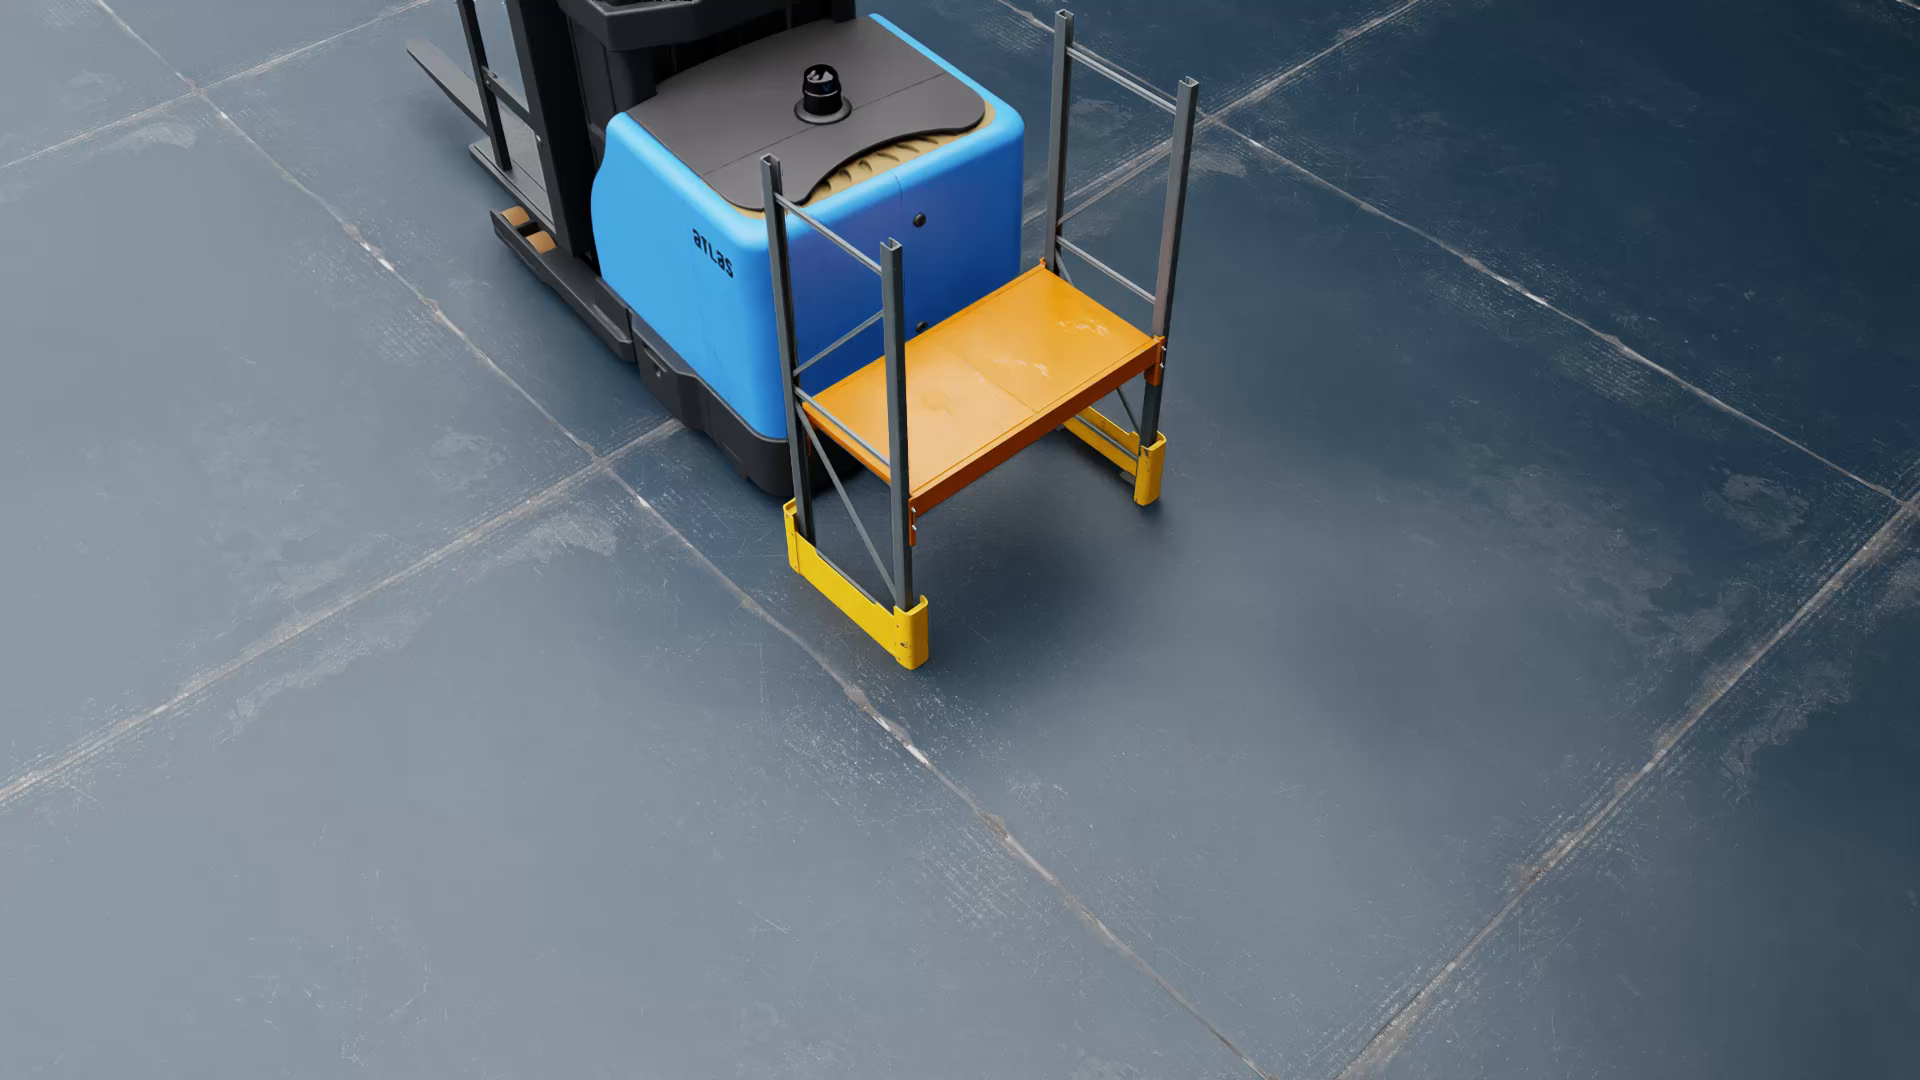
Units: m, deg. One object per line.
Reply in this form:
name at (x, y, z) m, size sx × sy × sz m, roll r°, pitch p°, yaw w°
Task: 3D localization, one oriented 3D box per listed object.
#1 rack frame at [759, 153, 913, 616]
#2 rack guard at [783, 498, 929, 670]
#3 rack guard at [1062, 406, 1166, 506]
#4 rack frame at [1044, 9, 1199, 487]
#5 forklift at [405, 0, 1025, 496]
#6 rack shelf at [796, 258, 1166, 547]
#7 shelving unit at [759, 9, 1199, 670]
rack frame at (-0.313, -0.299, 4.506) m, size 0.032 × 1.500 × 0.500 m, roll -34°, pitch 56°, yaw -27°
rack guard at (-0.312, 0.124, 4.966) m, size 0.087 × 0.250 × 0.587 m, roll -34°, pitch 56°, yaw -27°
rack guard at (0.425, -0.369, 5.420) m, size 0.087 × 0.250 × 0.587 m, roll -34°, pitch 56°, yaw -27°
rack frame at (0.439, -0.802, 4.970) m, size 0.032 × 1.500 × 0.500 m, roll -34°, pitch 56°, yaw -27°
forklift at (-1.090, -2.166, 5.254) m, size 1.130 × 2.935 × 3.031 m, roll -30°, pitch 54°, yaw -25°
rack shelf at (0.063, -0.429, 4.870) m, size 1.000 × 0.185 × 0.538 m, roll -34°, pitch 56°, yaw -27°
shelving unit at (0.056, -0.546, 4.734) m, size 1.083 × 1.500 × 0.587 m, roll -34°, pitch 56°, yaw -27°
